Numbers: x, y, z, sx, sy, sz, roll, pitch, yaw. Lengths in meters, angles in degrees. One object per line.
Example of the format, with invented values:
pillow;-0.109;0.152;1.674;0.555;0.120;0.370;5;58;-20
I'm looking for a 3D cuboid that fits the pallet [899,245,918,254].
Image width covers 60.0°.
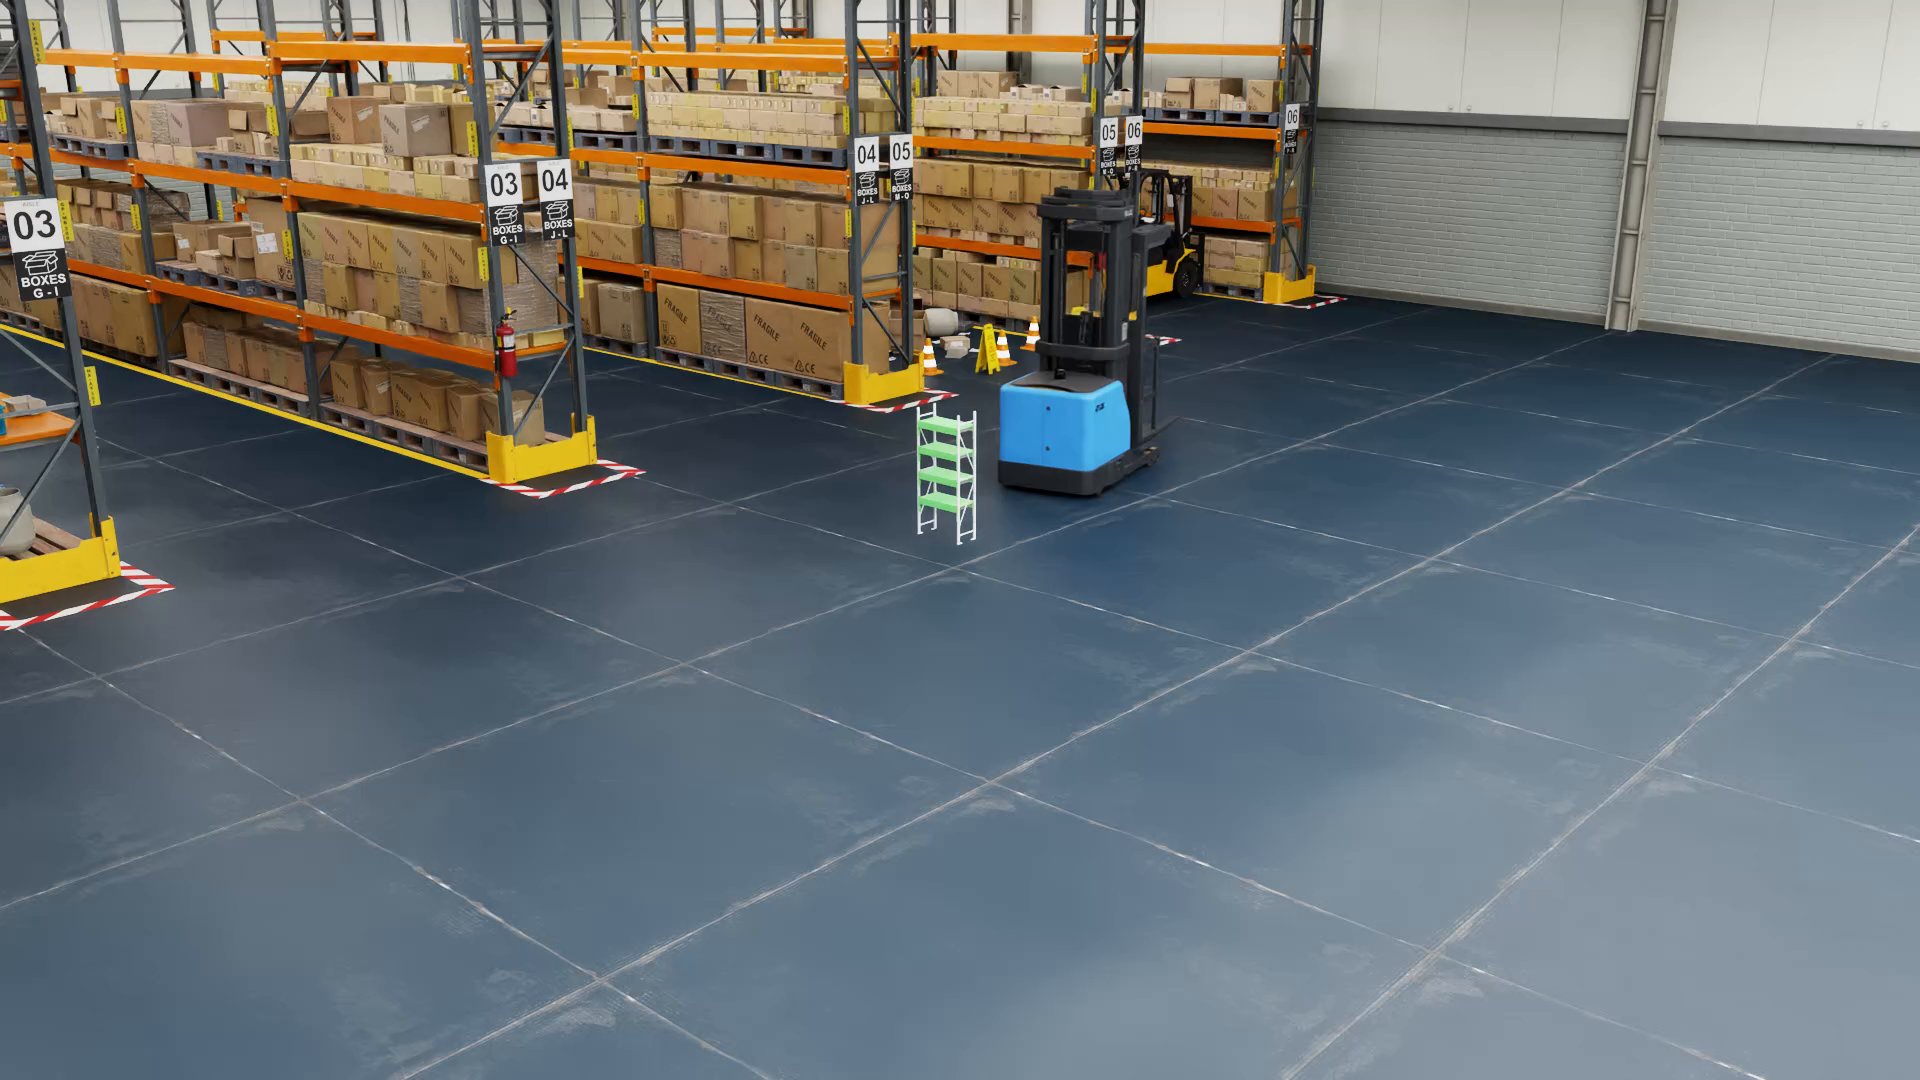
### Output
pallet;-0.980;-5.951;33.653;1.213;0.211;1.003;15;23;39

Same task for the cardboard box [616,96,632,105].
cardboard box;-6.016;-7.987;30.190;0.250;0.166;0.380;13;22;36

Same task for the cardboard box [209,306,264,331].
cardboard box;-9.392;-2.900;21.594;0.500;0.250;0.500;-15;23;-40

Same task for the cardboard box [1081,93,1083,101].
cardboard box;2.041;-8.091;30.384;0.250;0.149;0.380;15;23;39

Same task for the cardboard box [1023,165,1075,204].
cardboard box;1.344;-5.214;24.412;0.500;0.500;0.700;15;23;40

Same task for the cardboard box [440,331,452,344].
cardboard box;-5.268;-2.183;17.585;0.250;0.149;0.380;15;23;39

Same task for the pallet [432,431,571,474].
pallet;-4.974;-1.007;18.074;1.213;0.211;1.003;15;23;39

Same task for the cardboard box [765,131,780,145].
cardboard box;-2.200;-5.004;20.655;0.250;0.149;0.380;15;23;38

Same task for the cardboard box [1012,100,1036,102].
cardboard box;0.997;-6.512;24.949;0.250;0.149;0.380;16;23;40

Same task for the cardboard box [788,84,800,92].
cardboard box;-3.308;-9.273;34.107;0.250;0.149;0.380;15;23;40

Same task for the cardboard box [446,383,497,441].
cardboard box;-5.259;-1.400;18.140;0.500;0.500;0.500;-11;21;-31

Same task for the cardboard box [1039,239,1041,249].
cardboard box;1.383;-4.381;24.511;0.250;0.149;0.380;15;23;38

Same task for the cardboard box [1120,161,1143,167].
cardboard box;3.039;-6.605;29.374;0.250;0.149;0.380;14;23;38

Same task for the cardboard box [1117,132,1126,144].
cardboard box;2.212;-5.842;24.155;0.250;0.149;0.380;15;23;39

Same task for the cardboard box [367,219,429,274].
cardboard box;-6.027;-3.173;17.978;0.500;0.500;0.500;15;23;39

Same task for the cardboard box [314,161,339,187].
cardboard box;-6.759;-4.058;18.366;0.500;0.250;0.500;15;23;39

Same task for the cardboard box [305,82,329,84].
cardboard box;-11.153;-7.885;28.941;0.250;0.149;0.380;14;22;38

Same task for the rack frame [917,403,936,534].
rack frame;-0.306;-0.654;15.328;0.015;1.200;0.240;15;23;39

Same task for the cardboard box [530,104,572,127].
cardboard box;-5.794;-6.094;23.823;0.500;0.311;0.500;15;23;38

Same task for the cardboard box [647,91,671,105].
cardboard box;-3.910;-5.843;21.980;0.250;0.149;0.380;15;23;40

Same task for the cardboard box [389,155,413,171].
cardboard box;-5.716;-3.946;17.355;0.250;0.149;0.380;14;22;37

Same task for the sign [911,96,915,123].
sign;-0.592;-5.260;20.331;0.005;0.325;0.100;15;23;39

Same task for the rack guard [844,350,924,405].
rack guard;-0.947;-2.055;20.900;0.348;0.500;1.175;15;23;39

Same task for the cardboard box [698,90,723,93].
cardboard box;-3.283;-5.941;22.288;0.250;0.149;0.380;15;23;39

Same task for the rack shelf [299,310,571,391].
rack shelf;-5.829;-2.208;18.439;4.000;0.370;1.077;15;23;39

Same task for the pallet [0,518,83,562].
pallet;-8.313;0.131;14.488;1.213;0.211;1.003;15;23;39

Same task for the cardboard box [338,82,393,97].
cardboard box;-9.730;-7.238;27.278;0.500;0.500;0.700;15;23;39

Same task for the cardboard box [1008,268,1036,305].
cardboard box;1.080;-3.845;25.017;0.500;0.500;0.500;16;24;41

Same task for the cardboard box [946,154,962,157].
cardboard box;-0.069;-7.459;32.557;0.250;0.149;0.380;16;24;41

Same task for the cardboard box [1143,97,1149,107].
cardboard box;3.254;-7.563;28.720;0.250;0.149;0.380;16;24;41

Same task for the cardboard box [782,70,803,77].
cardboard box;-3.445;-9.683;34.221;0.258;0.266;0.396;15;23;39

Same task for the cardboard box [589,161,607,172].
cardboard box;-6.592;-7.172;31.072;0.500;0.500;0.500;15;23;40

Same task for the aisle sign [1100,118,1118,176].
aisle sign;2.099;-5.553;23.491;0.004;0.787;0.394;15;23;39

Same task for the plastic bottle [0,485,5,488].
plastic bottle;-8.770;-0.373;15.249;0.097;0.271;0.097;0;18;0

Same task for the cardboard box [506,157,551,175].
cardboard box;-4.385;-3.806;16.913;0.250;0.149;0.380;15;23;39

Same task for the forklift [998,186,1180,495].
forklift;1.513;-2.238;17.455;1.130;2.935;3.031;9;20;26

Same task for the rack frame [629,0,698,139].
rack frame;-3.957;-6.914;22.160;0.127;3.000;1.000;15;23;39

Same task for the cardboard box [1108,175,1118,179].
cardboard box;2.804;-6.500;29.536;0.250;0.149;0.380;16;23;41

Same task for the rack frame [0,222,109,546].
rack frame;-7.621;-1.029;13.534;0.127;3.000;1.000;15;23;39

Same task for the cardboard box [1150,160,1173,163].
cardboard box;3.580;-6.676;29.597;0.250;0.149;0.380;14;23;38

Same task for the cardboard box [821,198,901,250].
cardboard box;-1.217;-3.921;20.613;0.550;0.550;0.875;15;23;39

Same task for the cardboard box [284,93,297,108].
cardboard box;-11.229;-7.503;28.397;0.500;0.250;0.500;16;24;41

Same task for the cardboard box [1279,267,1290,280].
cardboard box;5.299;-4.548;28.473;0.500;0.250;0.500;15;23;39

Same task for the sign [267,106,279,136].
sign;-7.690;-4.690;18.606;0.005;0.325;0.100;15;23;39

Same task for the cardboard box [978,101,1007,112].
cardboard box;0.490;-6.455;24.768;0.250;0.149;0.380;16;23;40

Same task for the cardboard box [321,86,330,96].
cardboard box;-10.356;-7.448;27.565;0.250;0.149;0.380;14;22;37

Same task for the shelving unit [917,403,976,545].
shelving unit;-0.124;-0.605;15.173;0.503;1.200;0.258;15;23;39

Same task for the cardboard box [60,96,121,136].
cardboard box;-11.859;-5.840;22.871;0.637;0.503;0.797;15;23;39

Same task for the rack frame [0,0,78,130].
rack frame;-13.308;-7.419;23.749;0.127;3.000;1.000;15;23;39

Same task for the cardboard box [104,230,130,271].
cardboard box;-11.219;-3.948;22.566;0.500;0.500;0.500;15;23;39

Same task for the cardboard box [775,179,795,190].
cardboard box;-2.760;-6.037;27.962;0.500;0.500;0.500;16;23;40

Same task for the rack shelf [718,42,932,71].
rack shelf;-2.243;-7.922;27.188;4.000;0.370;1.077;15;23;39

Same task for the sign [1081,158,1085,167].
sign;2.192;-6.708;29.645;0.005;0.325;0.100;15;23;39
